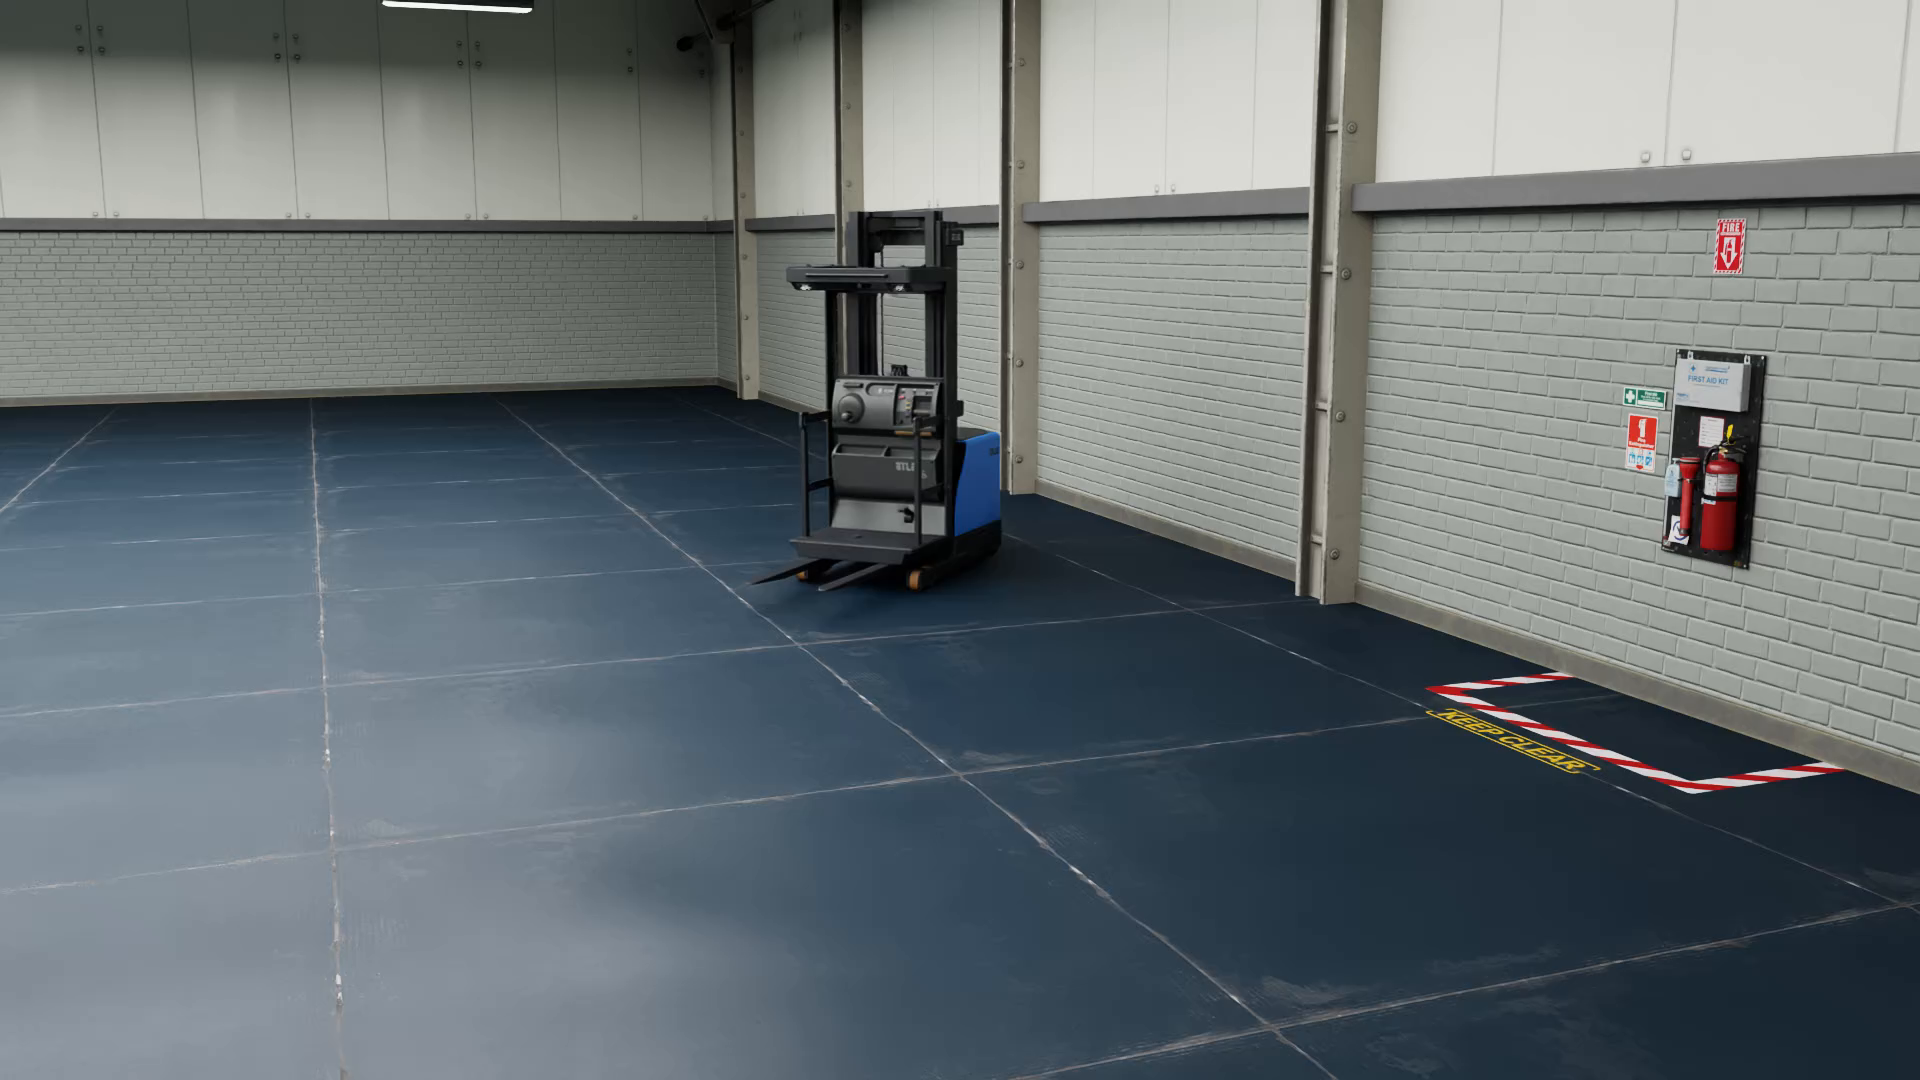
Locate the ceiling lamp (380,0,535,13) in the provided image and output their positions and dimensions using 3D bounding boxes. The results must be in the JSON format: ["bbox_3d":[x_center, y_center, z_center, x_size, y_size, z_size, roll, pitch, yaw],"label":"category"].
[{"bbox_3d":[-6.939,-8.852,22.649,2.000,3.185,0.800,-4,11,-21],"label":"ceiling lamp"}]

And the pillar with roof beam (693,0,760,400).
[{"bbox_3d":[-7.729,-6.650,26.940,9.100,9.000,0.548,-4,11,-21],"label":"pillar with roof beam"}]

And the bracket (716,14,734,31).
[{"bbox_3d":[-3.897,-8.605,27.653,0.235,0.232,0.430,-4,11,-21],"label":"bracket"}]

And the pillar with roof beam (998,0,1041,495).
[{"bbox_3d":[-3.380,-4.691,15.928,9.100,9.000,0.400,-4,11,-21],"label":"pillar with roof beam"}]

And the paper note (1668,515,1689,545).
[{"bbox_3d":[4.121,-0.058,9.523,0.016,0.148,0.142,-4,11,-21],"label":"paper note"}]

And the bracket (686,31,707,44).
[{"bbox_3d":[-4.842,-9.031,30.047,0.076,0.066,3.189,-4,11,-21],"label":"bracket"}]

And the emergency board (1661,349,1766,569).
[{"bbox_3d":[4.121,-0.458,9.259,0.194,1.169,0.643,-4,11,-21],"label":"emergency board"}]

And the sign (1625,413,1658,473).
[{"bbox_3d":[4.016,-0.572,9.800,0.001,0.329,0.234,-4,11,-21],"label":"sign"}]

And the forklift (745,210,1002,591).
[{"bbox_3d":[-0.680,-1.128,13.222,1.130,2.935,3.031,4,11,23],"label":"forklift"}]

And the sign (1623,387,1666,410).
[{"bbox_3d":[4.010,-0.832,9.747,0.001,0.109,0.331,-4,11,-21],"label":"sign"}]

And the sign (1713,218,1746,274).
[{"bbox_3d":[4.211,-1.607,9.099,0.001,0.298,0.199,-4,11,-21],"label":"sign"}]

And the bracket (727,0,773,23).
[{"bbox_3d":[-2.963,-8.185,25.289,0.076,0.066,4.783,-4,11,-21],"label":"bracket"}]

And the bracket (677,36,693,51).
[{"bbox_3d":[-5.056,-9.127,30.589,0.235,0.232,0.430,-4,11,-21],"label":"bracket"}]

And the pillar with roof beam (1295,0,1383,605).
[{"bbox_3d":[-1.206,-3.712,10.422,9.100,9.000,0.400,-4,11,-21],"label":"pillar with roof beam"}]

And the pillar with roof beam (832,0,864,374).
[{"bbox_3d":[-5.554,-5.671,21.434,9.100,9.000,0.400,-4,11,-21],"label":"pillar with roof beam"}]
